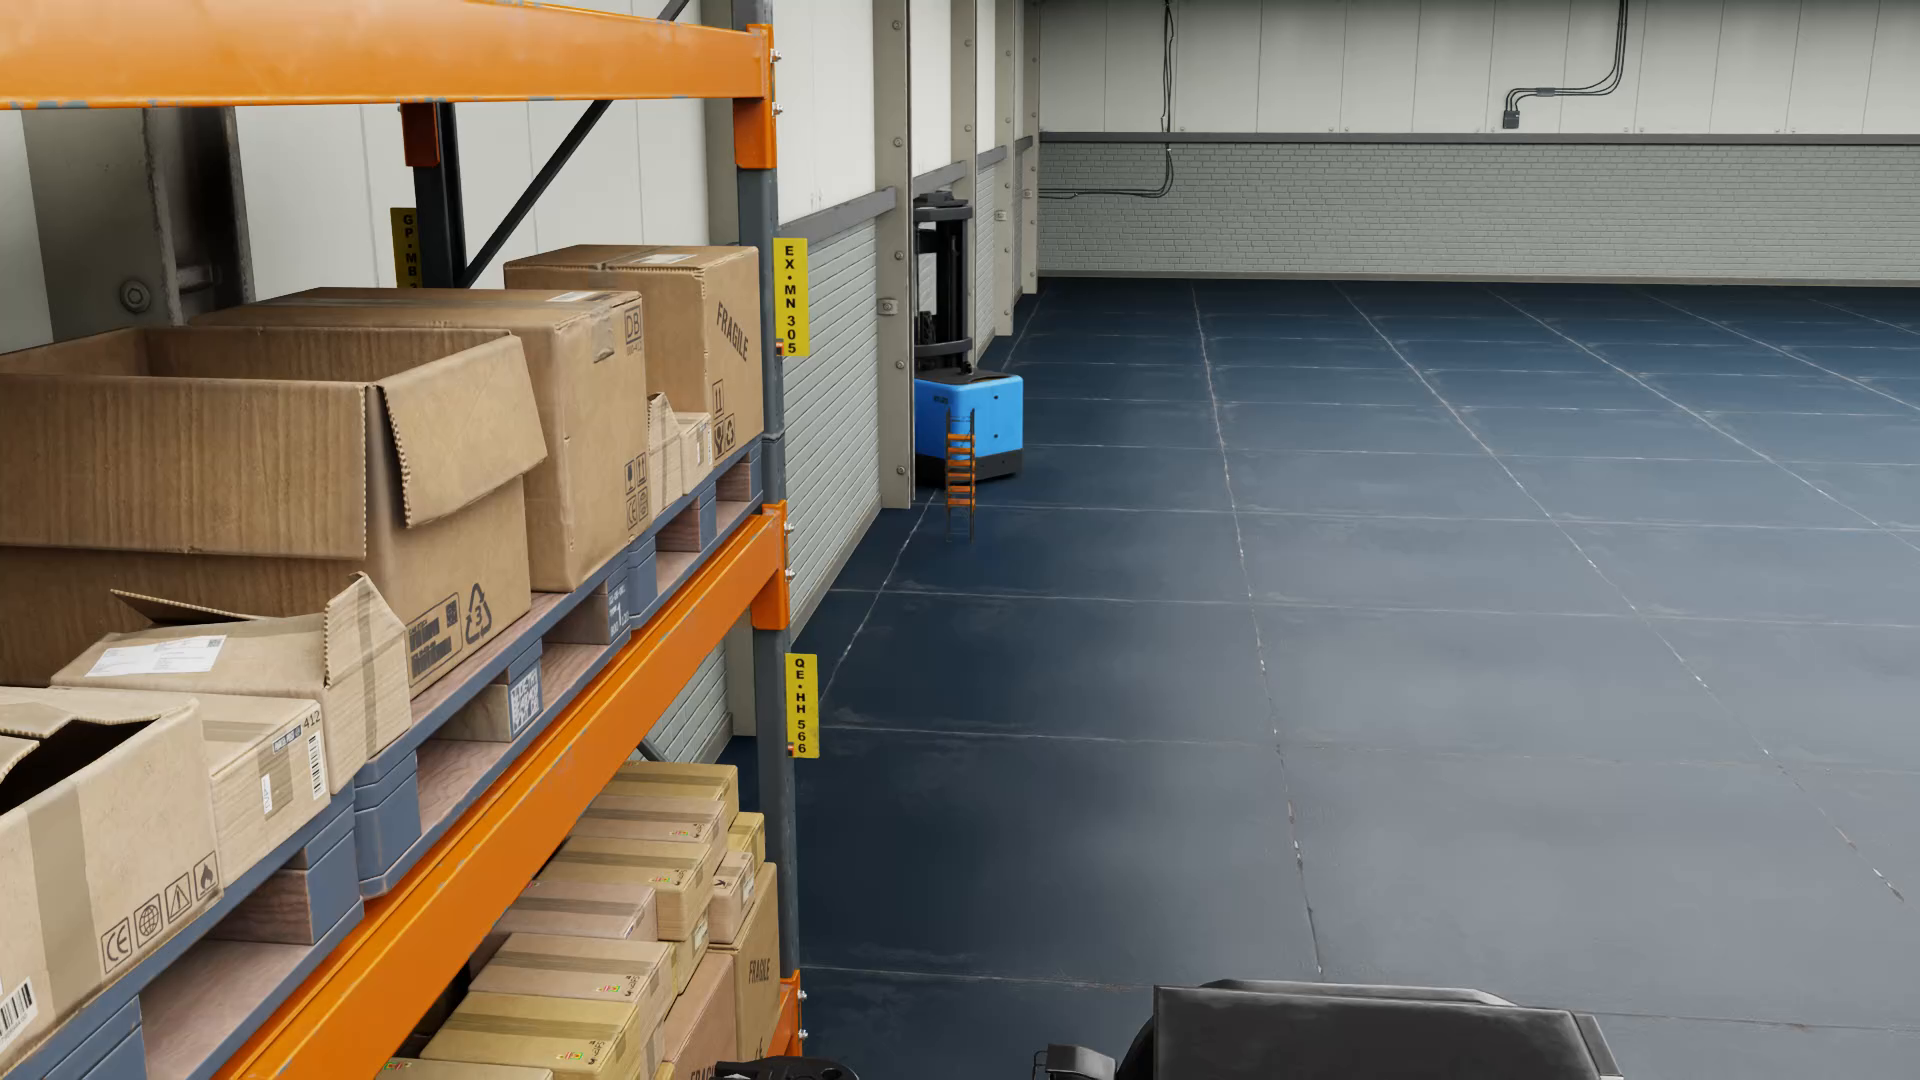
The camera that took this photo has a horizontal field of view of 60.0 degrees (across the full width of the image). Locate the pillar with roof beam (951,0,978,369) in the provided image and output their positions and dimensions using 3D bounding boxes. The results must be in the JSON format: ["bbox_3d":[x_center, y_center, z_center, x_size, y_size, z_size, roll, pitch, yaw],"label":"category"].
[{"bbox_3d":[4.327,-6.138,20.621,9.100,9.000,0.400,2,15,6],"label":"pillar with roof beam"}]

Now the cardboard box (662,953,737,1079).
[{"bbox_3d":[-0.870,1.367,4.168,0.500,0.500,0.500,2,15,8],"label":"cardboard box"}]

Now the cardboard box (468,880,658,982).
[{"bbox_3d":[-0.940,0.936,3.951,0.380,0.149,0.250,2,15,7],"label":"cardboard box"}]

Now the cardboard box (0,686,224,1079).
[{"bbox_3d":[-1.123,0.319,1.665,0.500,0.311,0.500,2,15,7],"label":"cardboard box"}]

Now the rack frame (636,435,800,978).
[{"bbox_3d":[-1.008,1.146,5.178,1.000,3.000,0.127,2,15,6],"label":"rack frame"}]

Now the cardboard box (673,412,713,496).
[{"bbox_3d":[-0.799,-0.208,3.924,0.380,0.149,0.250,1,15,5],"label":"cardboard box"}]

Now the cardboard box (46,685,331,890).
[{"bbox_3d":[-1.020,0.299,2.049,0.380,0.149,0.250,2,15,8],"label":"cardboard box"}]

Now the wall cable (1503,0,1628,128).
[{"bbox_3d":[12.481,-11.460,33.789,2.305,6.003,0.169,2,15,6],"label":"wall cable"}]

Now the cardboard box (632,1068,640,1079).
[{"bbox_3d":[-0.889,1.216,3.484,0.380,0.149,0.250,2,15,7],"label":"cardboard box"}]

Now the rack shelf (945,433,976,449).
[{"bbox_3d":[0.002,-0.888,14.937,0.258,0.103,0.180,2,15,6],"label":"rack shelf"}]

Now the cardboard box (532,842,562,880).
[{"bbox_3d":[-1.268,0.931,4.540,0.380,0.149,0.250,2,15,6],"label":"cardboard box"}]

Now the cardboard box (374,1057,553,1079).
[{"bbox_3d":[-1.006,1.138,3.203,0.380,0.149,0.250,2,15,7],"label":"cardboard box"}]

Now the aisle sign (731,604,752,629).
[{"bbox_3d":[-0.708,-0.118,4.870,0.394,0.787,0.004,2,15,6],"label":"aisle sign"}]

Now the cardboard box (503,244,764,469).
[{"bbox_3d":[-0.815,-0.479,4.255,0.500,0.500,0.500,2,15,8],"label":"cardboard box"}]

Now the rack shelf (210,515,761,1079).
[{"bbox_3d":[-1.233,0.435,2.927,0.919,0.052,3.809,2,15,6],"label":"rack shelf"}]

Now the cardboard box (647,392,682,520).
[{"bbox_3d":[-0.828,-0.199,3.665,0.396,0.266,0.258,2,15,6],"label":"cardboard box"}]

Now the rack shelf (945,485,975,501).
[{"bbox_3d":[0.002,-0.424,15.062,0.258,0.103,0.180,2,15,6],"label":"rack shelf"}]

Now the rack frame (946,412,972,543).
[{"bbox_3d":[-0.009,-0.559,14.932,0.240,1.200,0.006,2,15,6],"label":"rack frame"}]

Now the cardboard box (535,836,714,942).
[{"bbox_3d":[-0.838,0.873,4.181,0.380,0.149,0.250,2,15,8],"label":"cardboard box"}]

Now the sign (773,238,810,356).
[{"bbox_3d":[-0.470,-0.672,4.609,0.100,0.325,0.005,2,15,6],"label":"sign"}]

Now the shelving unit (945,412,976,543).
[{"bbox_3d":[1.505,2.026,4.223,5.752,1.800,21.905,2,15,6],"label":"shelving unit"}]
